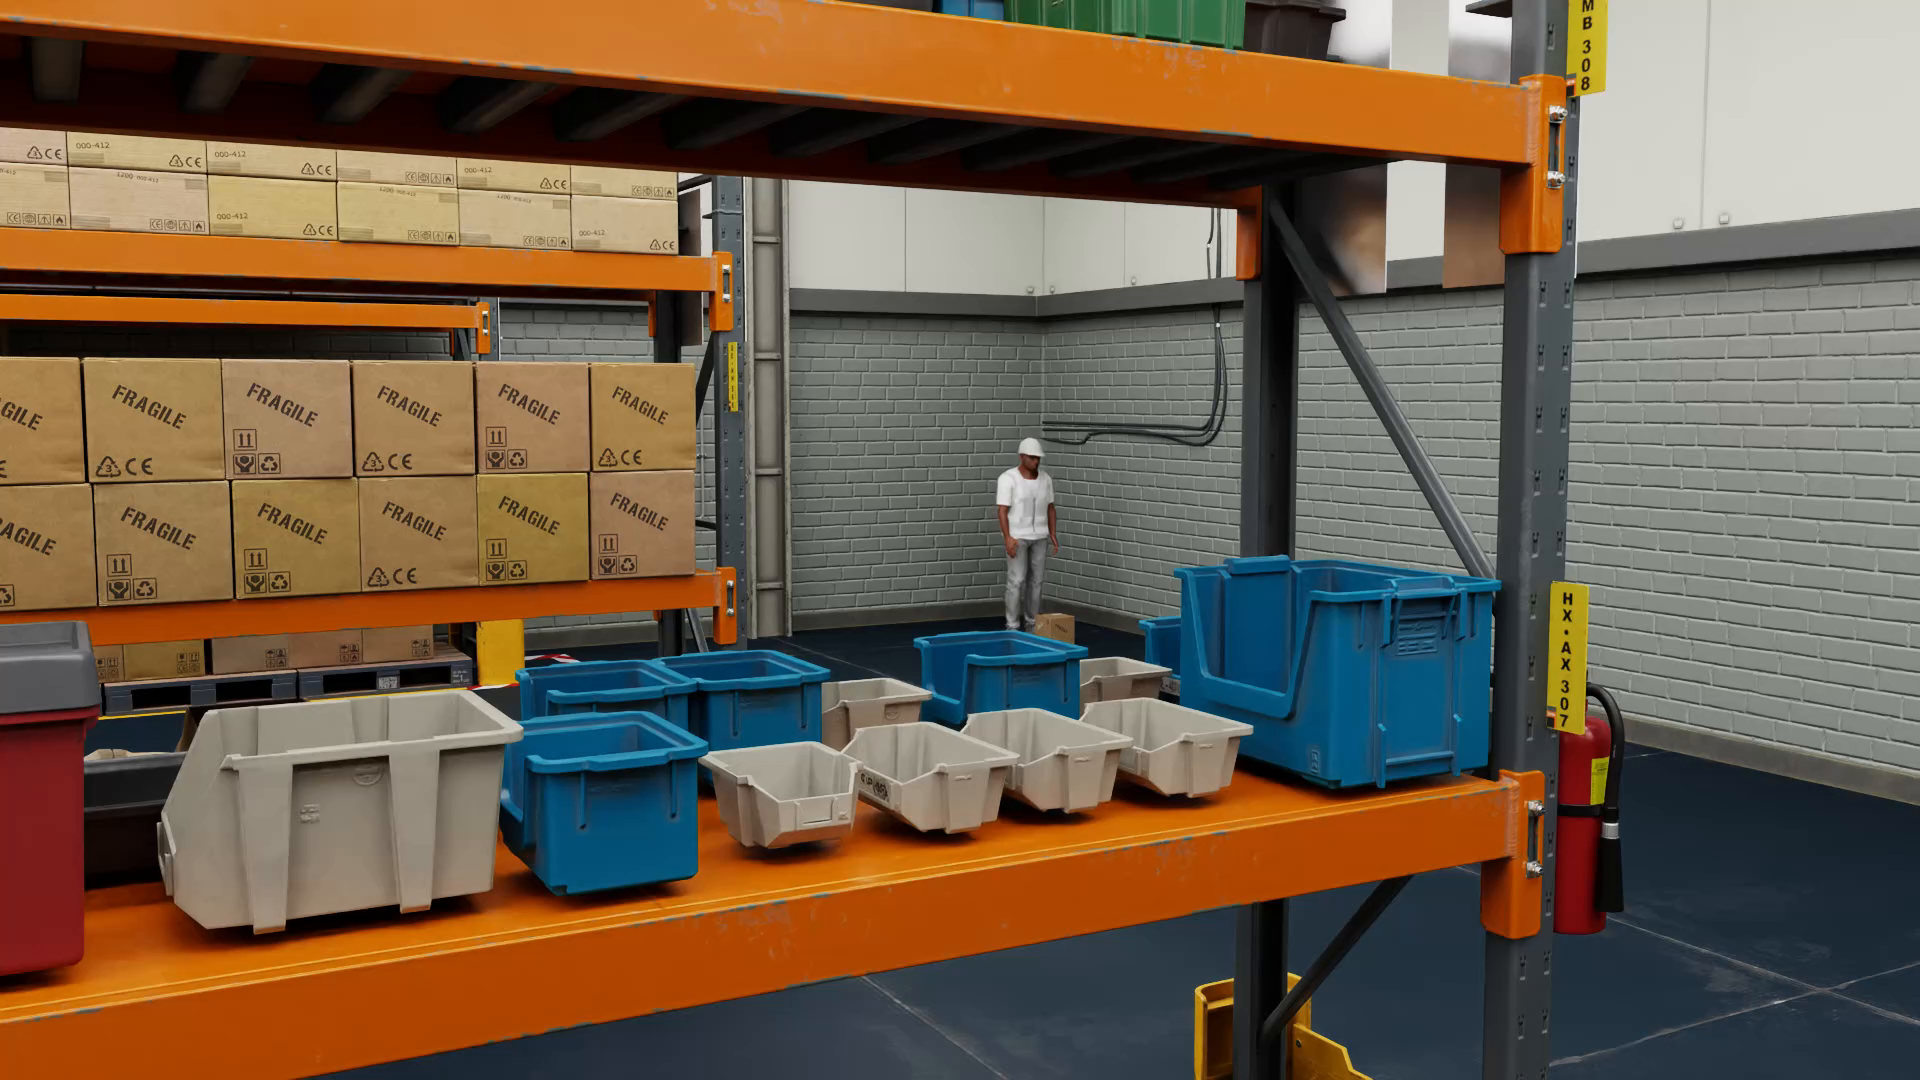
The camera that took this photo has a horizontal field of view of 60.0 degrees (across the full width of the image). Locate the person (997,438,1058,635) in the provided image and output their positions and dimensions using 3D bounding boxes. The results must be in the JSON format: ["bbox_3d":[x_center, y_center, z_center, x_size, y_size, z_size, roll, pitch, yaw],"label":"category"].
[{"bbox_3d":[0.610,-0.012,14.702,0.574,1.777,0.437,-3,6,-28],"label":"person"}]
